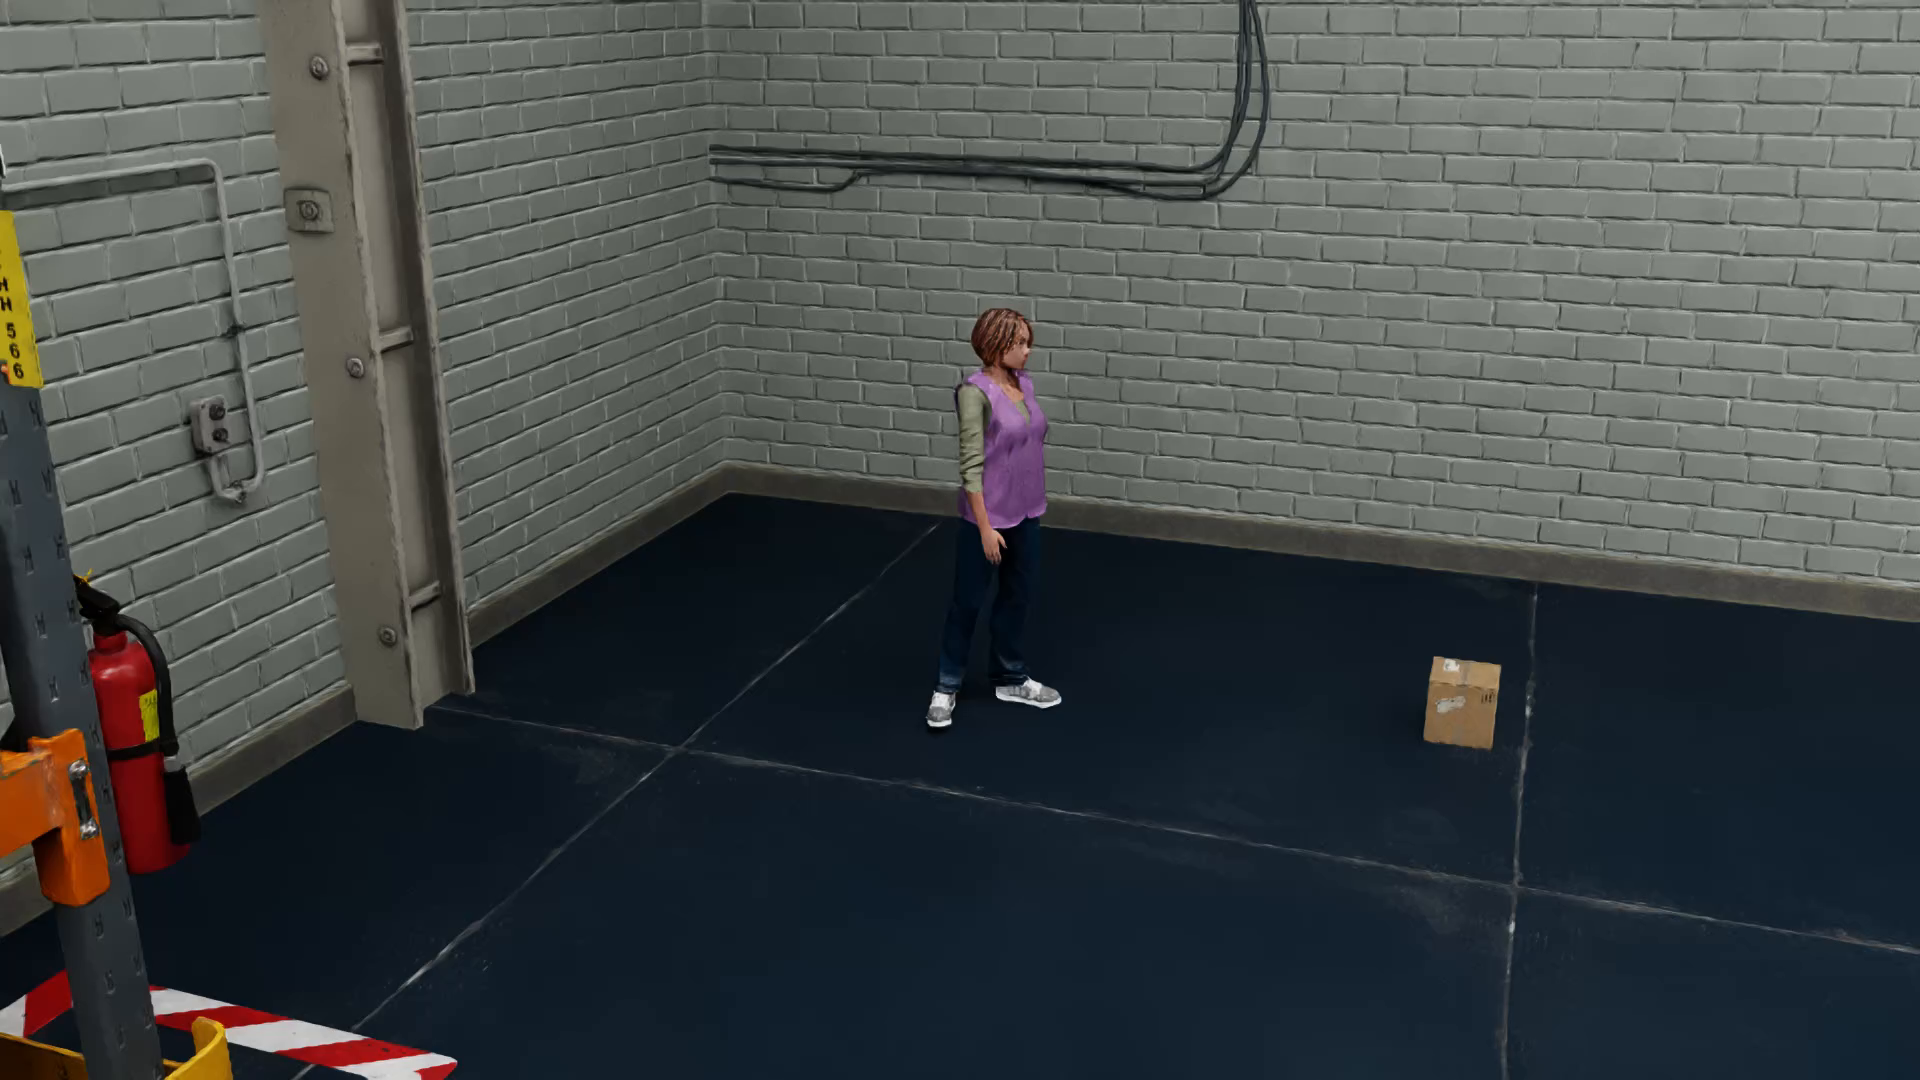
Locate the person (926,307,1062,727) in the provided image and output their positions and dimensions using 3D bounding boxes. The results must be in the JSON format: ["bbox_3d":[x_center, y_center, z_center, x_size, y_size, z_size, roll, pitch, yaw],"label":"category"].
[{"bbox_3d":[0.103,-0.075,6.264,0.378,1.604,0.549,16,25,39],"label":"person"}]
